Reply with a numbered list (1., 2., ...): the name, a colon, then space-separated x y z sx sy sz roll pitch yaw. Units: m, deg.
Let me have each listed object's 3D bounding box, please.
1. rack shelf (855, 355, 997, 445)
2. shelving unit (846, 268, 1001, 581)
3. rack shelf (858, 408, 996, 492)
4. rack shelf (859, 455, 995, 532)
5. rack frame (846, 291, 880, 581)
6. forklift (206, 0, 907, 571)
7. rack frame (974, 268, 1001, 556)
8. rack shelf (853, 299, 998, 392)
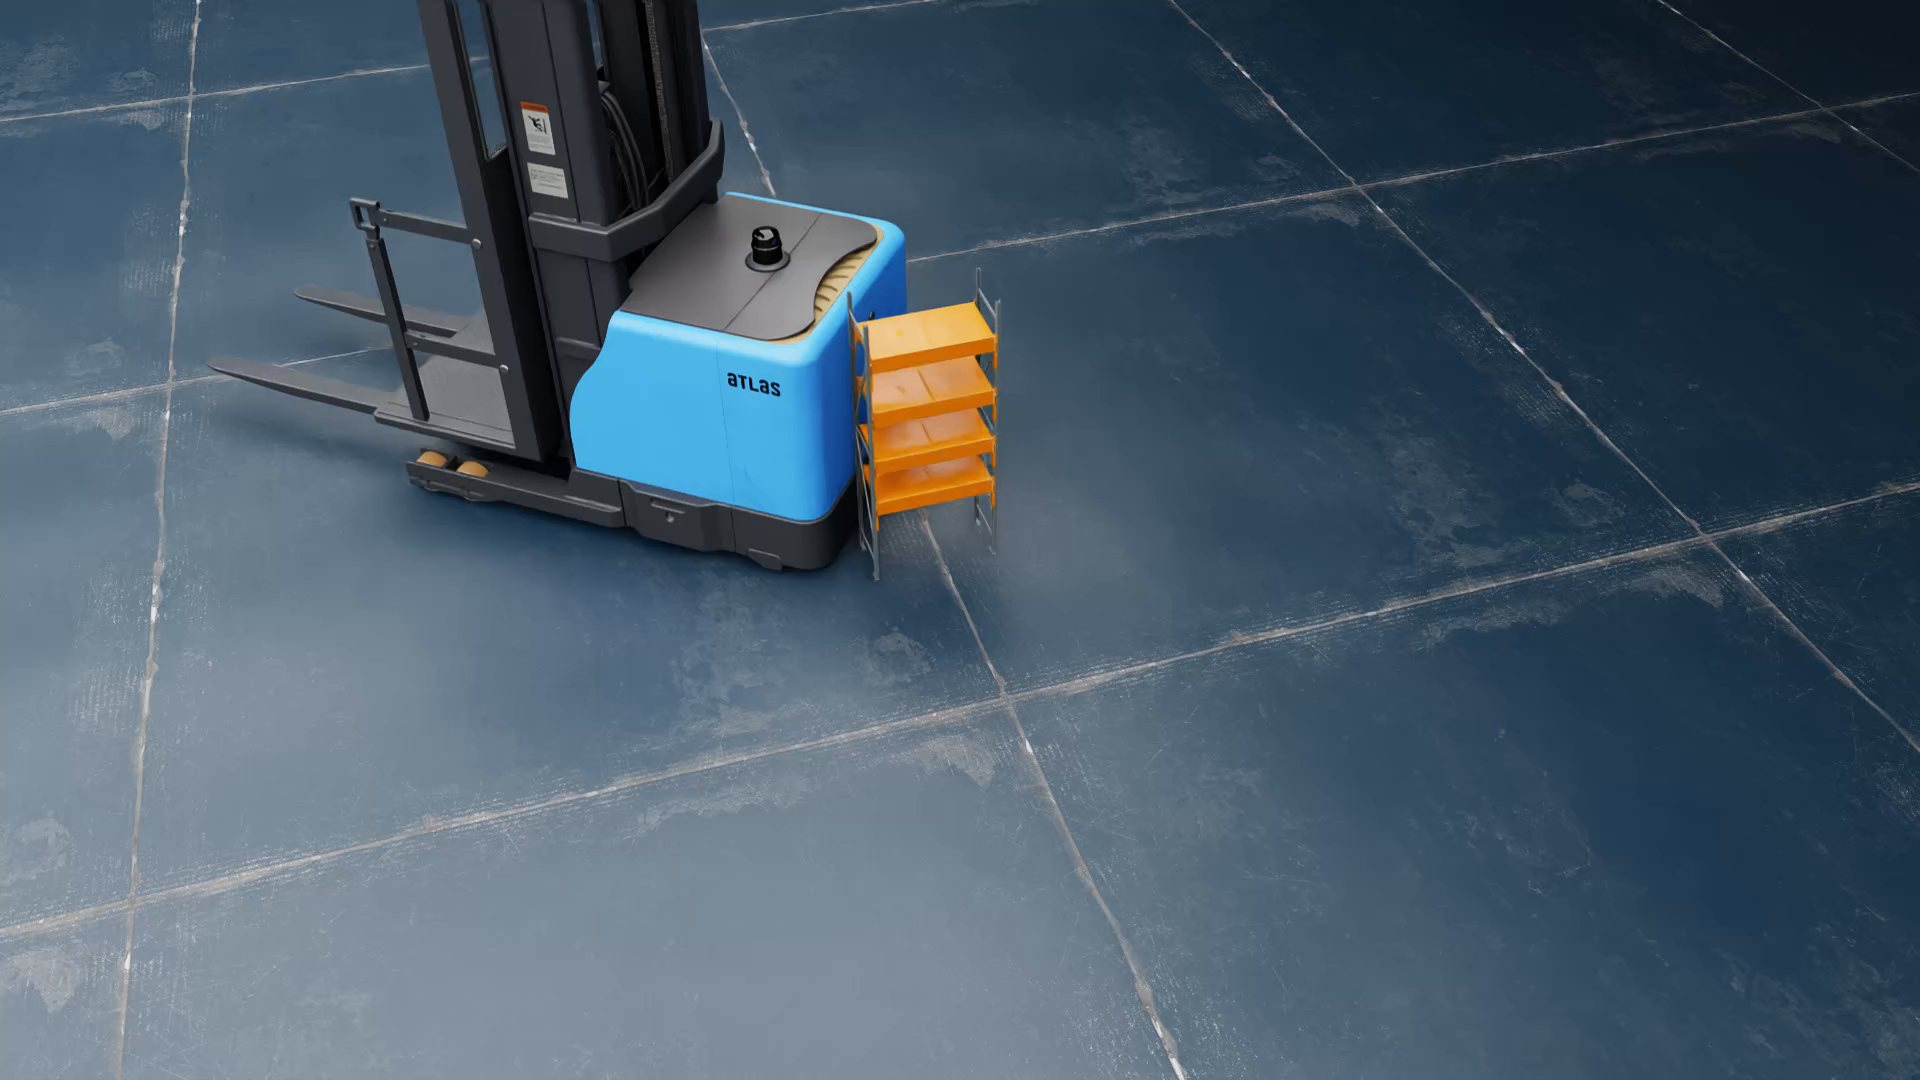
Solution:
1. rack shelf: -0.130 -0.532 6.210 0.480 0.148 0.258 -12 43 -14
2. shelving unit: -0.130 -0.414 6.312 0.503 1.200 0.258 -12 43 -14
3. rack shelf: -0.130 -0.364 6.357 0.480 0.148 0.258 -12 43 -14
4. rack shelf: -0.130 -0.214 6.487 0.480 0.148 0.258 -12 43 -14
5. rack frame: -0.362 -0.364 6.255 0.015 1.200 0.240 -12 43 -14
6. forklift: -1.775 -1.576 6.327 3.031 2.935 1.130 13 43 15
7. rack frame: 0.101 -0.465 6.370 0.015 1.200 0.240 -12 43 -14
8. rack shelf: -0.130 -0.710 6.054 0.480 0.148 0.258 -12 43 -14
